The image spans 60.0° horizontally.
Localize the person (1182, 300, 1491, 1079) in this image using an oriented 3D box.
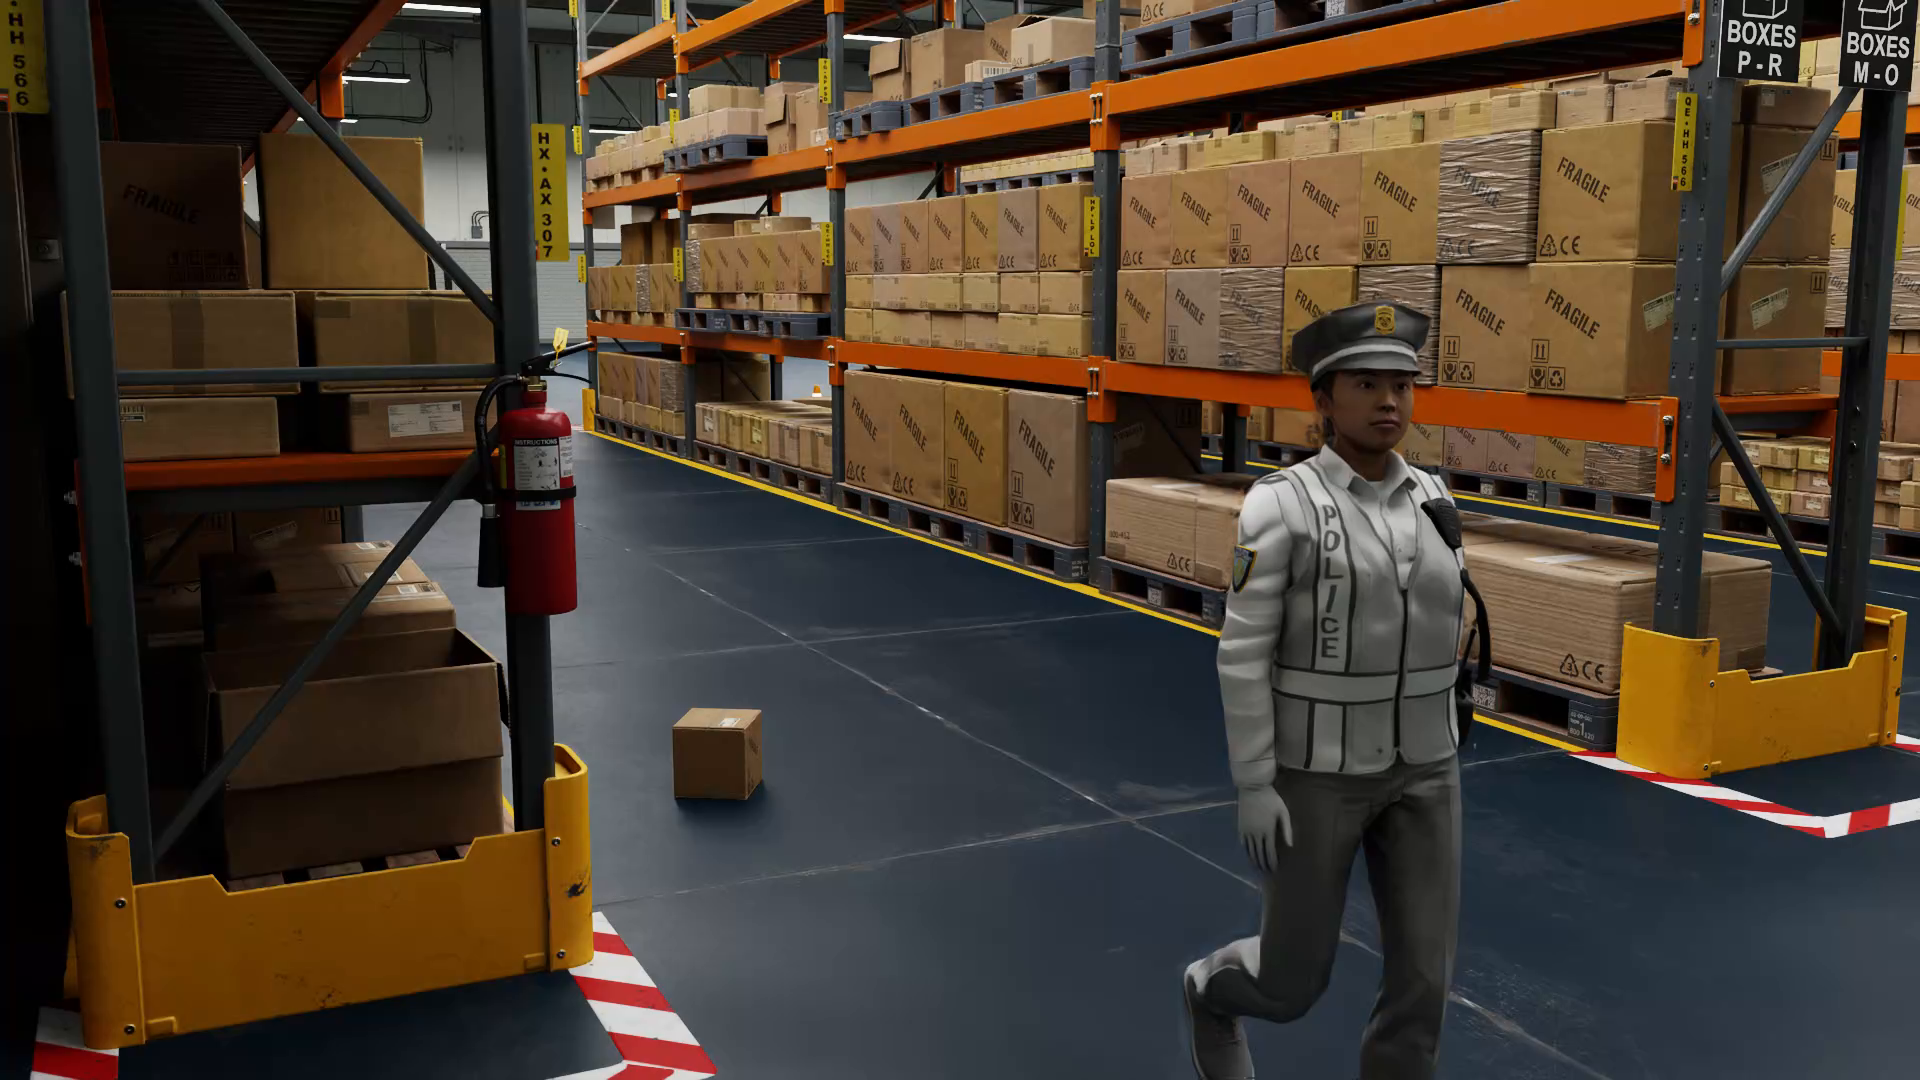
[{"bbox_3d":[0.695,0.398,3.051,0.500,1.663,0.770,-3,9,-16],"label":"person"}]
